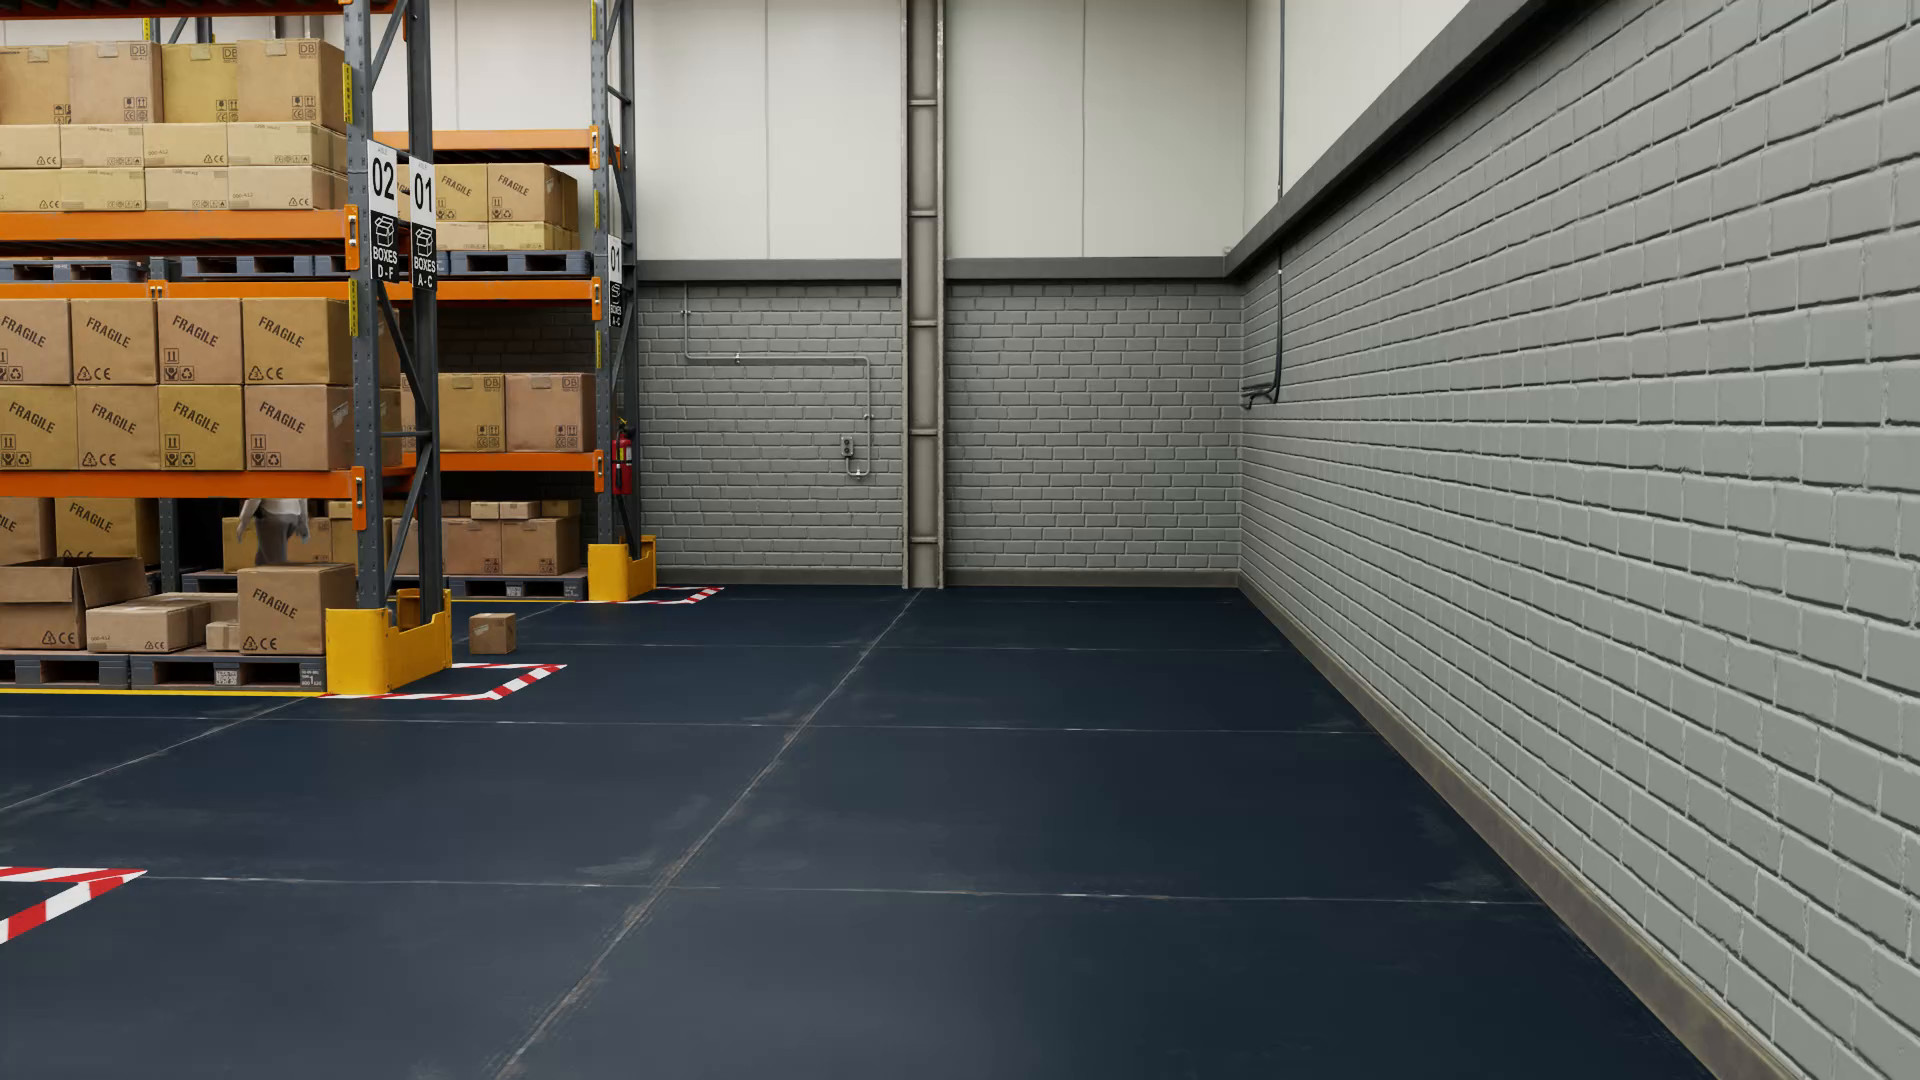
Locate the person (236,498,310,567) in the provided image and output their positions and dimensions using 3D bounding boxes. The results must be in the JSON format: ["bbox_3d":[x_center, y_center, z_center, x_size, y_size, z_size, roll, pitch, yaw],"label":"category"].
[{"bbox_3d":[-4.987,-0.096,12.011,0.562,1.758,0.516,1,4,9],"label":"person"}]
